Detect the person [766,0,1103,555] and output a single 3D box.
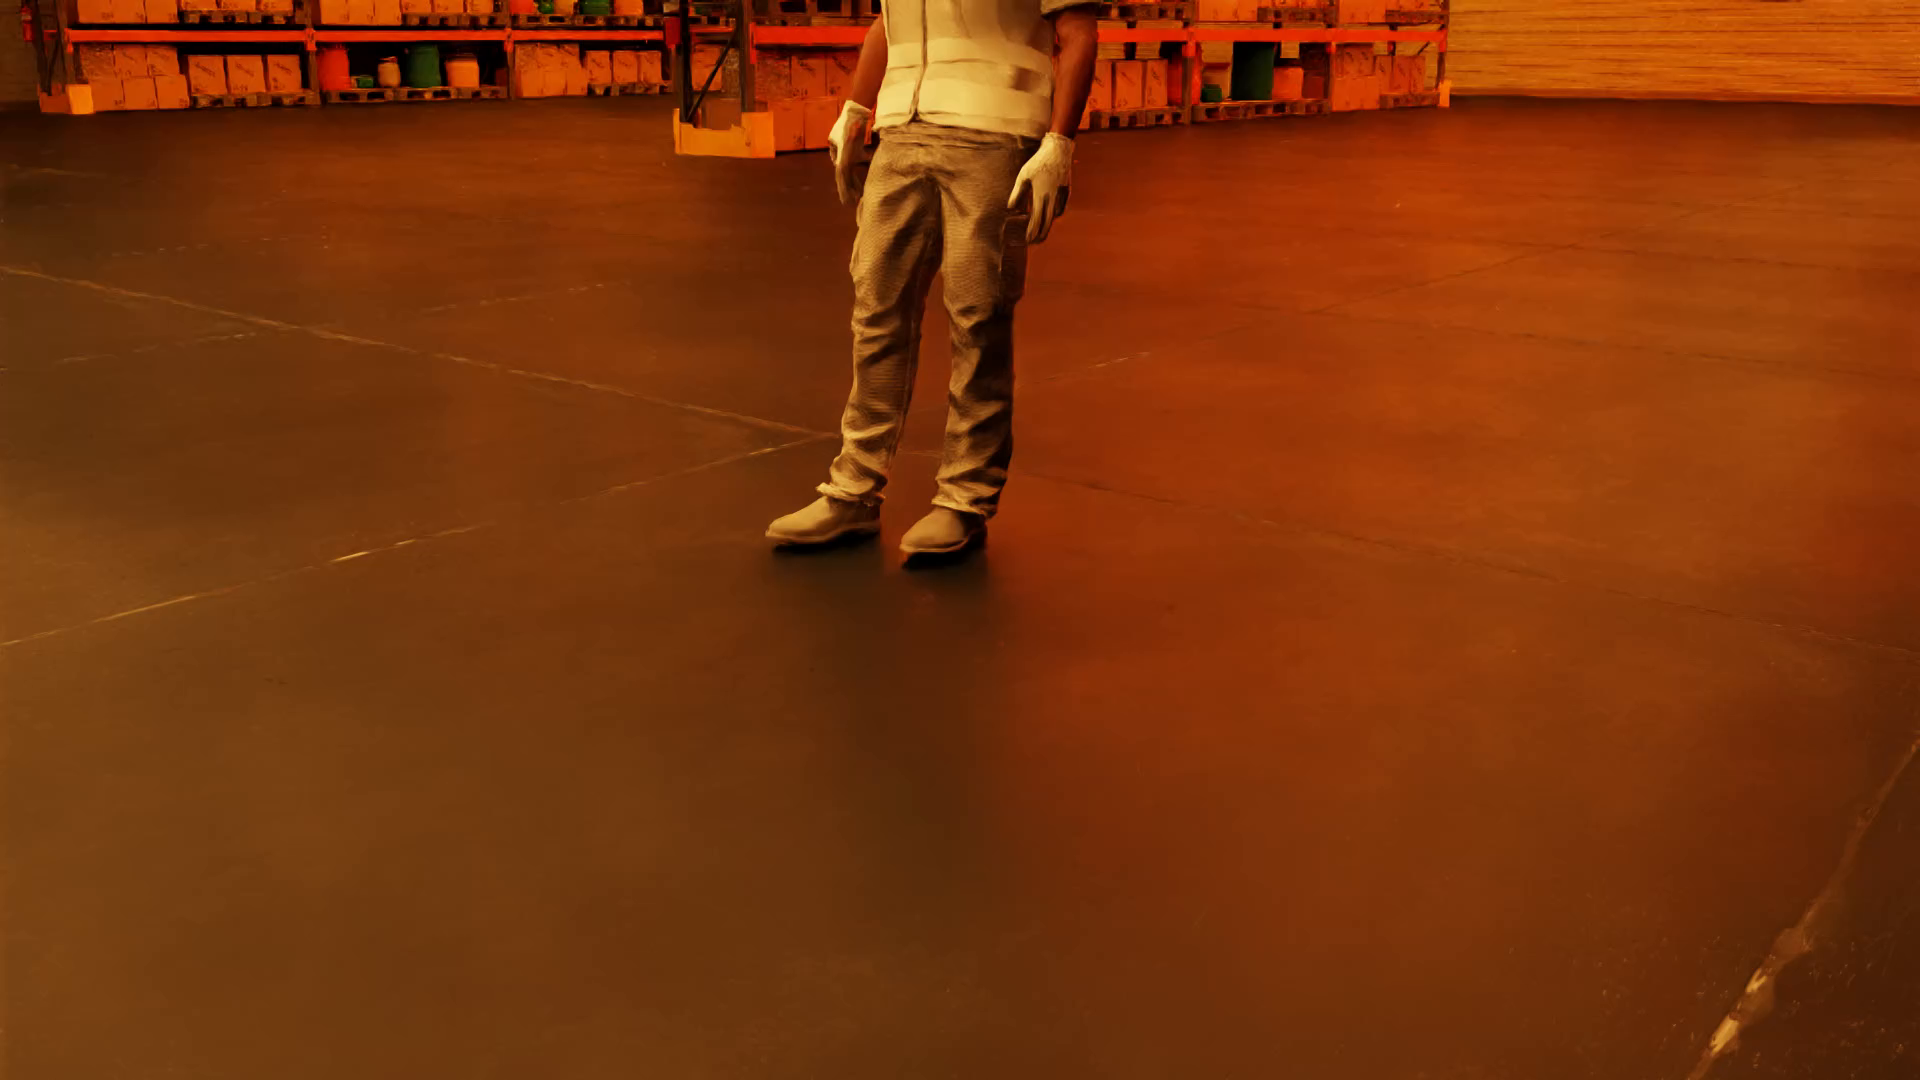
[{"bbox_3d":[-0.052,-0.845,3.633,0.655,1.782,0.576,13,21,37],"label":"person"}]
